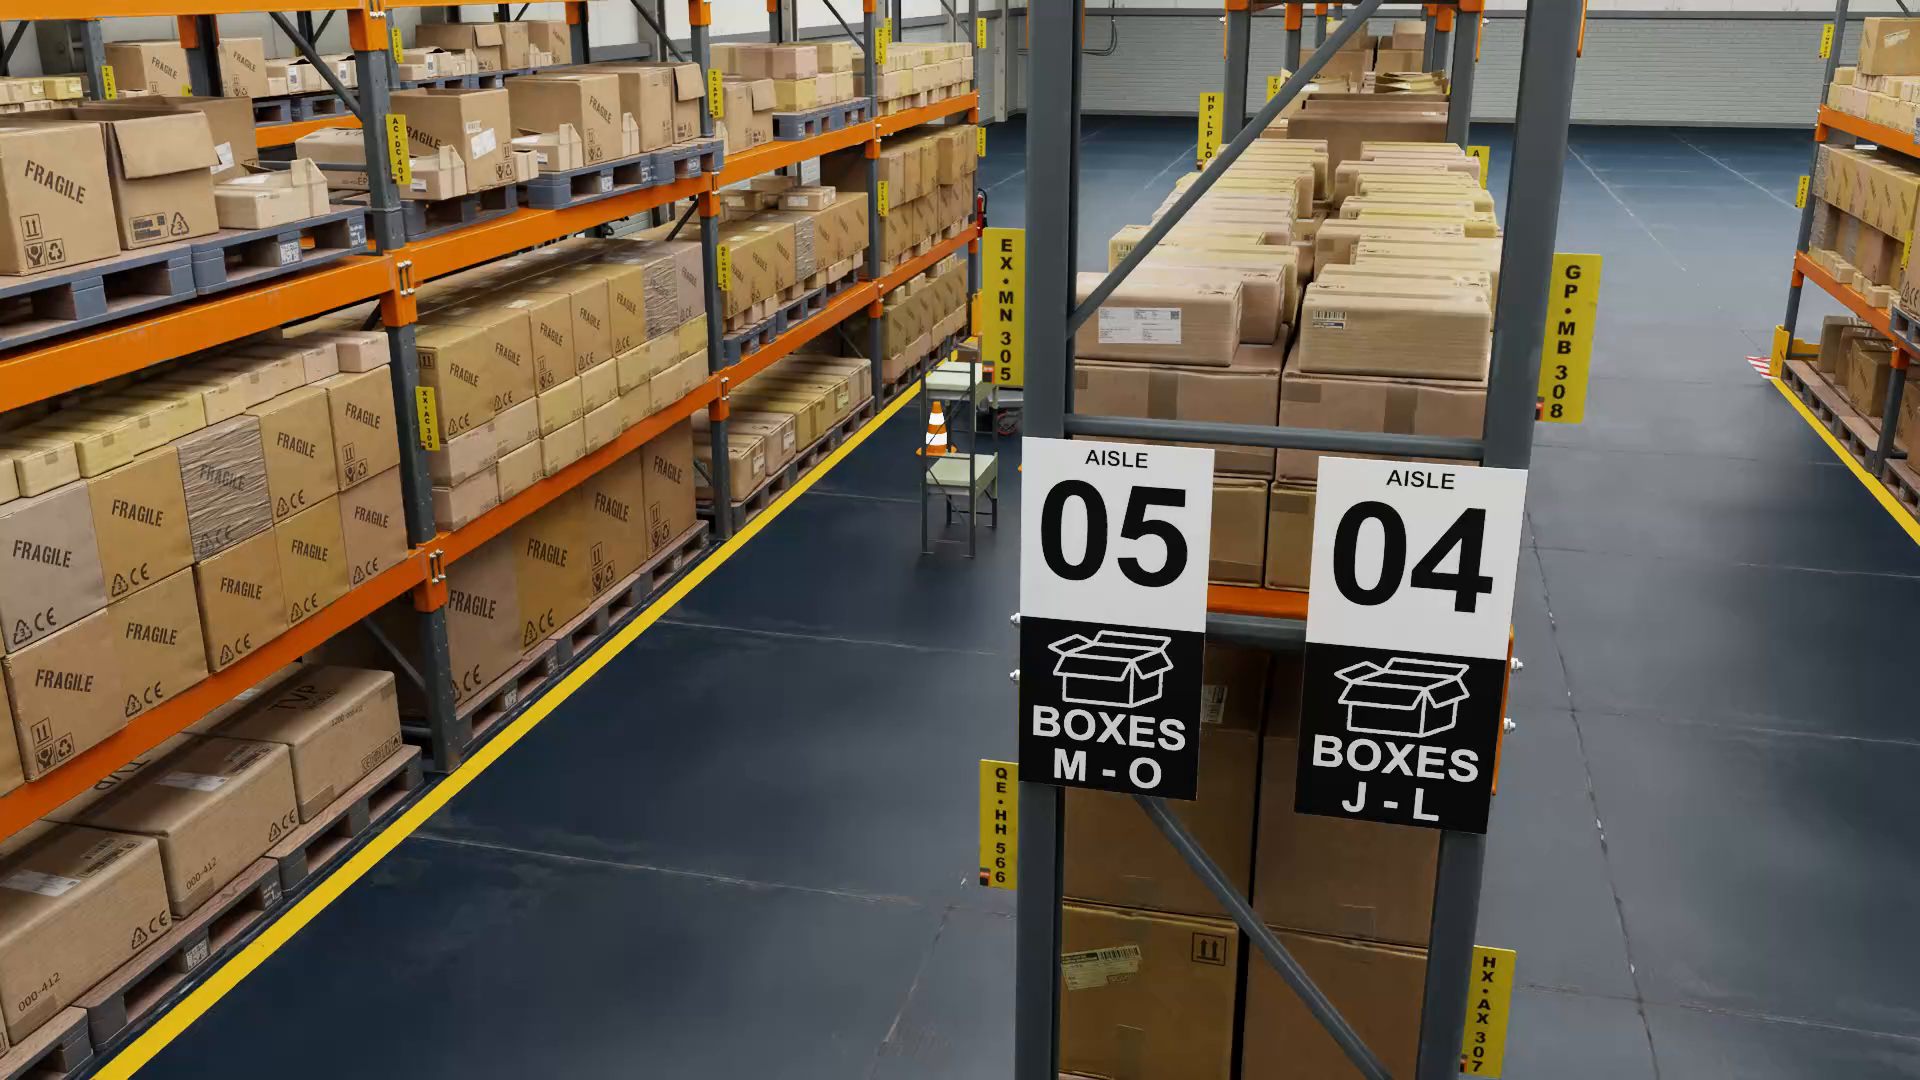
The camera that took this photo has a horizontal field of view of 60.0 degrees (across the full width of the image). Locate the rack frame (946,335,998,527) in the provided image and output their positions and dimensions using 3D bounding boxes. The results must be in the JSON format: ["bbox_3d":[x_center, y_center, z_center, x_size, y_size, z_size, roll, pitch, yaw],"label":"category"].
[{"bbox_3d":[0.091,-0.827,12.787,0.400,1.500,0.023,5,19,13],"label":"rack frame"}]

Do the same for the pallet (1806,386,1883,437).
[{"bbox_3d":[8.771,-1.208,15.898,1.003,0.211,1.213,5,19,13],"label":"pallet"}]

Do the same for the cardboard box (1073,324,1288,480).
[{"bbox_3d":[0.494,-0.343,3.868,0.500,0.250,0.500,4,19,12],"label":"cardboard box"}]

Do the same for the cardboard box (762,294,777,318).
[{"bbox_3d":[-1.681,-1.879,13.288,0.380,0.149,0.250,5,19,14],"label":"cardboard box"}]

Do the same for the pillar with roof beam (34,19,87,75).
[{"bbox_3d":[-3.437,-4.829,12.904,9.100,9.000,0.400,5,19,13],"label":"pillar with roof beam"}]

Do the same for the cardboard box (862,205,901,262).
[{"bbox_3d":[-0.887,-3.017,16.266,0.500,0.500,0.500,5,19,13],"label":"cardboard box"}]

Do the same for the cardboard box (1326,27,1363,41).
[{"bbox_3d":[3.587,-4.736,15.621,0.380,0.149,0.250,5,19,14],"label":"cardboard box"}]

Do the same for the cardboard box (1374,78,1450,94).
[{"bbox_3d":[2.442,-2.377,9.028,0.396,0.266,0.258,5,19,13],"label":"cardboard box"}]

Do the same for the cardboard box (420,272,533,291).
[{"bbox_3d":[-2.979,-1.370,10.356,0.500,0.500,0.500,5,19,14],"label":"cardboard box"}]

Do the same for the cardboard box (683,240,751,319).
[{"bbox_3d":[-1.907,-1.969,12.548,0.500,0.500,0.500,4,19,12],"label":"cardboard box"}]

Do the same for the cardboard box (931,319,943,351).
[{"bbox_3d":[-0.480,-2.264,18.279,0.500,0.250,0.500,4,19,11],"label":"cardboard box"}]

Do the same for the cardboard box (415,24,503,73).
[{"bbox_3d":[-5.500,-5.421,18.313,0.797,0.503,0.637,5,20,15],"label":"cardboard box"}]

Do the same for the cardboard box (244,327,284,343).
[{"bbox_3d":[-3.548,-0.955,8.138,0.380,0.149,0.250,4,19,13],"label":"cardboard box"}]

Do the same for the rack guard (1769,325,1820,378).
[{"bbox_3d":[9.304,-1.978,17.705,1.175,0.500,0.348,5,19,13],"label":"rack guard"}]

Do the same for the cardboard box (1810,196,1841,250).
[{"bbox_3d":[9.162,-3.202,16.808,0.875,0.500,0.500,5,19,13],"label":"cardboard box"}]

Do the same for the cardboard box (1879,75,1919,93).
[{"bbox_3d":[8.665,-4.167,15.221,0.380,0.149,0.250,4,19,13],"label":"cardboard box"}]

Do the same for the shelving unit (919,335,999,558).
[{"bbox_3d":[0.002,-0.712,12.451,0.431,1.500,0.755,5,19,13],"label":"shelving unit"}]

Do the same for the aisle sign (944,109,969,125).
[{"bbox_3d":[0.009,-5.194,19.231,0.394,0.787,0.004,5,19,13],"label":"aisle sign"}]

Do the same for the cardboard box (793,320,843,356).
[{"bbox_3d":[-1.380,-2.172,16.851,0.500,0.500,0.500,4,19,13],"label":"cardboard box"}]

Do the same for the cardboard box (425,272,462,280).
[{"bbox_3d":[-5.521,-2.761,18.188,0.500,0.250,0.500,5,19,13],"label":"cardboard box"}]

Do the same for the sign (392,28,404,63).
[{"bbox_3d":[-5.550,-4.878,16.399,0.100,0.325,0.005,5,19,13],"label":"sign"}]

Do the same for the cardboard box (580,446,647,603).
[{"bbox_3d":[-2.713,-0.164,11.164,0.875,0.875,0.875,5,19,14],"label":"cardboard box"}]

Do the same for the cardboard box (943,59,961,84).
[{"bbox_3d":[-0.288,-5.118,18.163,0.500,0.250,0.500,4,19,13],"label":"cardboard box"}]

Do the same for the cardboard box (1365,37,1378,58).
[{"bbox_3d":[4.048,-5.053,17.167,0.500,0.250,0.500,4,19,13],"label":"cardboard box"}]

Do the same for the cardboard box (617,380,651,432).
[{"bbox_3d":[-2.362,-0.892,10.890,0.500,0.250,0.500,4,19,13],"label":"cardboard box"}]

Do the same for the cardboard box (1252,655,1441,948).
[{"bbox_3d":[0.996,0.626,4.052,0.500,0.500,0.500,5,19,13],"label":"cardboard box"}]

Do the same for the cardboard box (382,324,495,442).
[{"bbox_3d":[-2.833,-0.842,8.809,0.500,0.500,0.500,5,19,14],"label":"cardboard box"}]

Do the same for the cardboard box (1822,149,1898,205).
[{"bbox_3d":[8.795,-3.539,16.246,0.500,0.500,0.500,5,19,13],"label":"cardboard box"}]

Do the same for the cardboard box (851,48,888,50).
[{"bbox_3d":[-0.974,-5.075,17.420,0.380,0.149,0.250,5,20,15],"label":"cardboard box"}]

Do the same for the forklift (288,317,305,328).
[{"bbox_3d":[-4.997,-1.274,11.884,1.130,2.935,3.031,4,19,12],"label":"forklift"}]

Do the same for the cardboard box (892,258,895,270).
[{"bbox_3d":[-0.865,-2.751,16.490,0.380,0.149,0.250,5,20,15],"label":"cardboard box"}]

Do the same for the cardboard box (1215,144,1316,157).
[{"bbox_3d":[1.201,-1.466,6.539,0.380,0.149,0.250,4,19,11],"label":"cardboard box"}]

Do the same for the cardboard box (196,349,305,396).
[{"bbox_3d":[-3.226,-0.760,7.568,0.380,0.149,0.250,5,19,13],"label":"cardboard box"}]

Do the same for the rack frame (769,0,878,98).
[{"bbox_3d":[-1.264,-5.552,15.021,1.000,3.000,0.127,5,19,13],"label":"rack frame"}]

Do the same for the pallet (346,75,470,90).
[{"bbox_3d":[-5.895,-4.751,17.453,1.003,0.211,1.213,5,19,13],"label":"pallet"}]

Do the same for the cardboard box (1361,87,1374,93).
[{"bbox_3d":[2.973,-2.933,11.328,0.500,0.311,0.500,5,19,13],"label":"cardboard box"}]

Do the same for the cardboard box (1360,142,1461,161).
[{"bbox_3d":[1.795,-1.501,6.642,0.380,0.149,0.250,4,19,11],"label":"cardboard box"}]

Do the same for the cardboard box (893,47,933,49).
[{"bbox_3d":[-0.496,-5.125,17.566,0.380,0.149,0.250,4,19,12],"label":"cardboard box"}]

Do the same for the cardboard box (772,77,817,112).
[{"bbox_3d":[-1.521,-3.748,13.962,0.500,0.250,0.500,5,19,14],"label":"cardboard box"}]

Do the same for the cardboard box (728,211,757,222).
[{"bbox_3d":[-2.028,-2.503,14.111,0.500,0.500,0.500,4,19,11],"label":"cardboard box"}]

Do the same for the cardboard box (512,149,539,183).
[{"bbox_3d":[-2.570,-2.083,9.215,0.380,0.166,0.250,3,19,10],"label":"cardboard box"}]

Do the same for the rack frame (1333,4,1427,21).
[{"bbox_3d":[4.538,-6.447,17.640,1.000,3.000,0.127,5,19,13],"label":"rack frame"}]

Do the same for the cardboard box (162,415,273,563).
[{"bbox_3d":[-3.314,-0.238,7.042,0.500,0.500,0.500,5,19,14],"label":"cardboard box"}]

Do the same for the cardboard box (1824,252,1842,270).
[{"bbox_3d":[8.826,-2.761,16.519,0.380,0.149,0.250,5,19,13],"label":"cardboard box"}]

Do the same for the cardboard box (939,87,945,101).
[{"bbox_3d":[-0.371,-4.817,17.897,0.380,0.149,0.250,5,19,13],"label":"cardboard box"}]

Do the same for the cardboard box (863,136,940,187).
[{"bbox_3d":[-0.612,-3.980,17.536,0.700,0.500,0.500,5,19,13],"label":"cardboard box"}]

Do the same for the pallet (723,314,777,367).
[{"bbox_3d":[-2.171,-1.601,13.030,1.213,0.211,1.003,5,19,13],"label":"pallet"}]

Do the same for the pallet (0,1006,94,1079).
[{"bbox_3d":[-4.077,2.111,6.182,1.003,0.211,1.213,5,19,13],"label":"pallet"}]

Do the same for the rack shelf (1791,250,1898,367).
[{"bbox_3d":[8.834,-2.217,15.651,1.077,0.370,4.000,5,19,13],"label":"rack shelf"}]

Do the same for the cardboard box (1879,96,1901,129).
[{"bbox_3d":[8.461,-3.766,14.664,0.500,0.250,0.500,5,19,13],"label":"cardboard box"}]

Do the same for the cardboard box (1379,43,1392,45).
[{"bbox_3d":[4.196,-4.537,15.657,0.500,0.250,0.500,4,19,13],"label":"cardboard box"}]

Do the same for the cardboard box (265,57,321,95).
[{"bbox_3d":[-6.207,-4.241,15.156,0.500,0.311,0.500,4,19,12],"label":"cardboard box"}]

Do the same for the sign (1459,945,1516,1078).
[{"bbox_3d":[1.155,1.040,3.662,0.100,0.325,0.005,5,19,13],"label":"sign"}]

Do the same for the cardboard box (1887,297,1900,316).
[{"bbox_3d":[8.183,-1.980,14.233,0.380,0.149,0.250,5,19,13],"label":"cardboard box"}]

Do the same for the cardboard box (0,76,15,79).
[{"bbox_3d":[-7.414,-3.435,12.618,0.380,0.149,0.250,4,19,11],"label":"cardboard box"}]

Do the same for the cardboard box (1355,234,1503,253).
[{"bbox_3d":[1.205,-0.684,4.251,0.380,0.149,0.250,5,19,14],"label":"cardboard box"}]

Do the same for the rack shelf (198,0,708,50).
[{"bbox_3d":[-2.730,-3.142,9.696,1.077,0.370,4.000,5,19,13],"label":"rack shelf"}]
